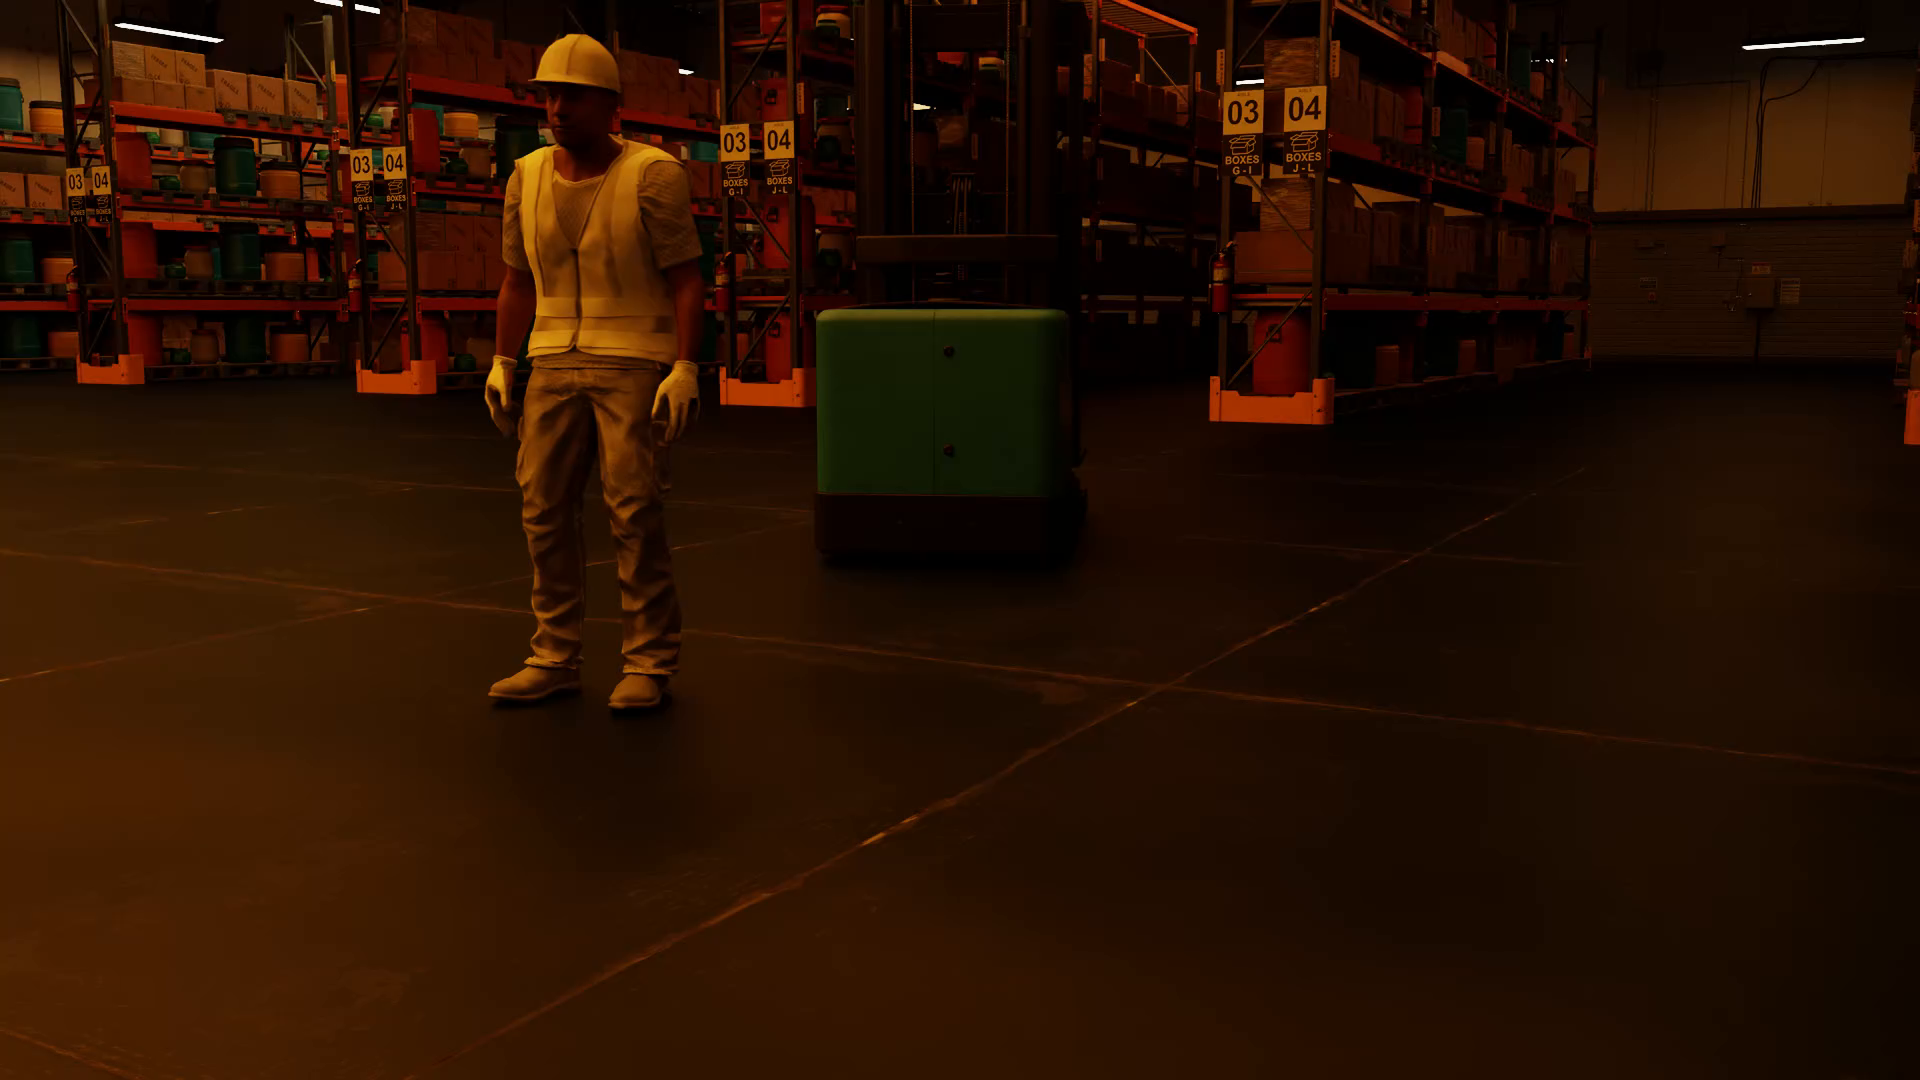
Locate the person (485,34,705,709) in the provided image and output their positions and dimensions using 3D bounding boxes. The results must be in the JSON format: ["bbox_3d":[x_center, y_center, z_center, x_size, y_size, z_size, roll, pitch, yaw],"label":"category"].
[{"bbox_3d":[-0.986,-0.433,4.480,0.625,1.774,0.454,3,8,18],"label":"person"}]

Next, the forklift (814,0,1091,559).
[{"bbox_3d":[0.072,-1.535,8.212,1.130,2.935,3.031,1,8,7],"label":"forklift"}]
